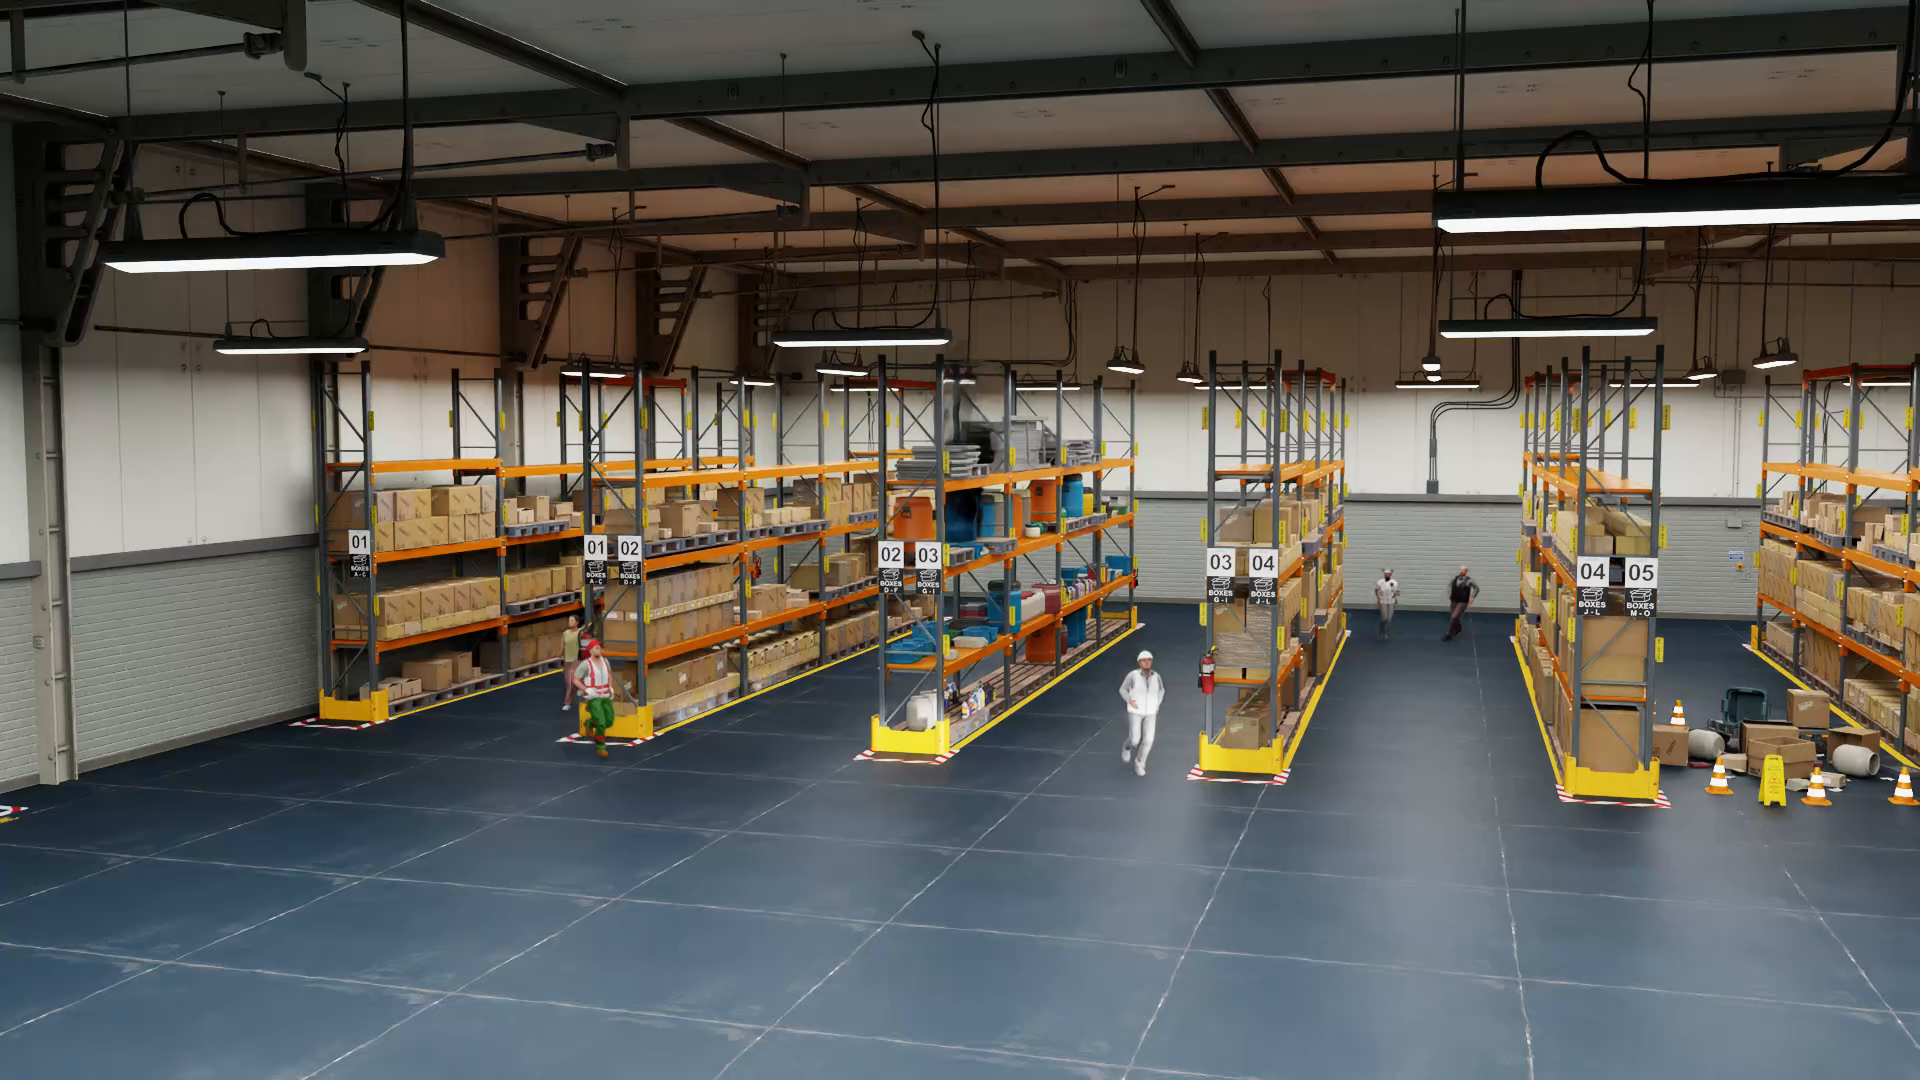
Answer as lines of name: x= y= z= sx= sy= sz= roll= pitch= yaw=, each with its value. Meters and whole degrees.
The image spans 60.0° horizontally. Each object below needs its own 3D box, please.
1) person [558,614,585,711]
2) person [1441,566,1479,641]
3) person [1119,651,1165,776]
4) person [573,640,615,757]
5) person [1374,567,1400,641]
person: x=-6.728 y=2.119 z=29.055 sx=0.593 sy=1.633 sz=0.875 roll=1 pitch=4 yaw=16
person: x=11.383 y=1.435 z=37.924 sx=0.944 sy=1.706 sz=0.732 roll=-3 pitch=5 yaw=-40
person: x=2.608 y=2.450 z=23.783 sx=0.682 sy=1.751 sz=0.705 roll=-1 pitch=4 yaw=-9
person: x=-5.495 y=2.361 z=24.979 sx=0.664 sy=1.737 sz=0.688 roll=3 pitch=5 yaw=37
person: x=9.731 y=1.464 z=37.844 sx=0.553 sy=1.691 sz=0.637 roll=1 pitch=4 yaw=9
